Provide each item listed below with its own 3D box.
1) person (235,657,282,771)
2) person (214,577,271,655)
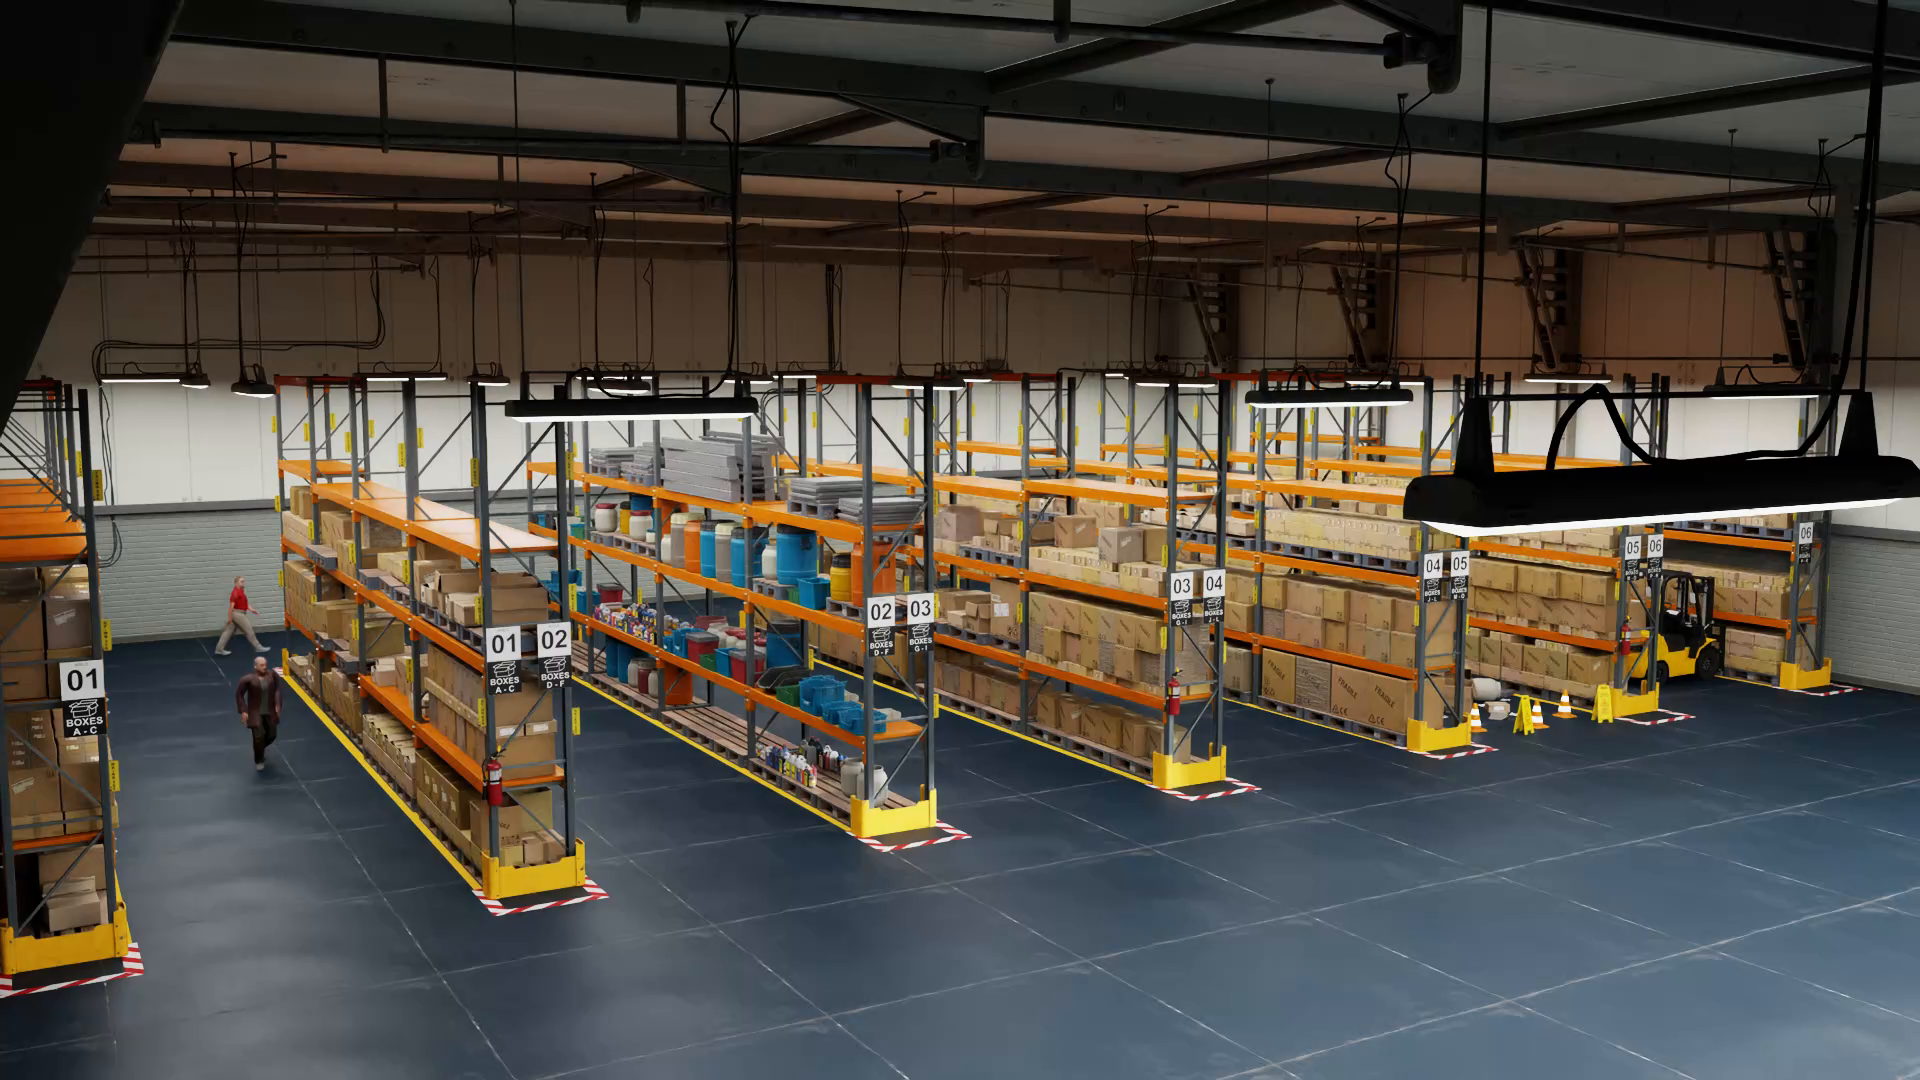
[{"bbox_3d":[-10.863,2.658,25.737,0.658,1.757,0.668,-6,8,-41],"label":"person"},{"bbox_3d":[-15.341,1.601,35.473,1.107,1.645,0.504,-4,8,-34],"label":"person"}]
